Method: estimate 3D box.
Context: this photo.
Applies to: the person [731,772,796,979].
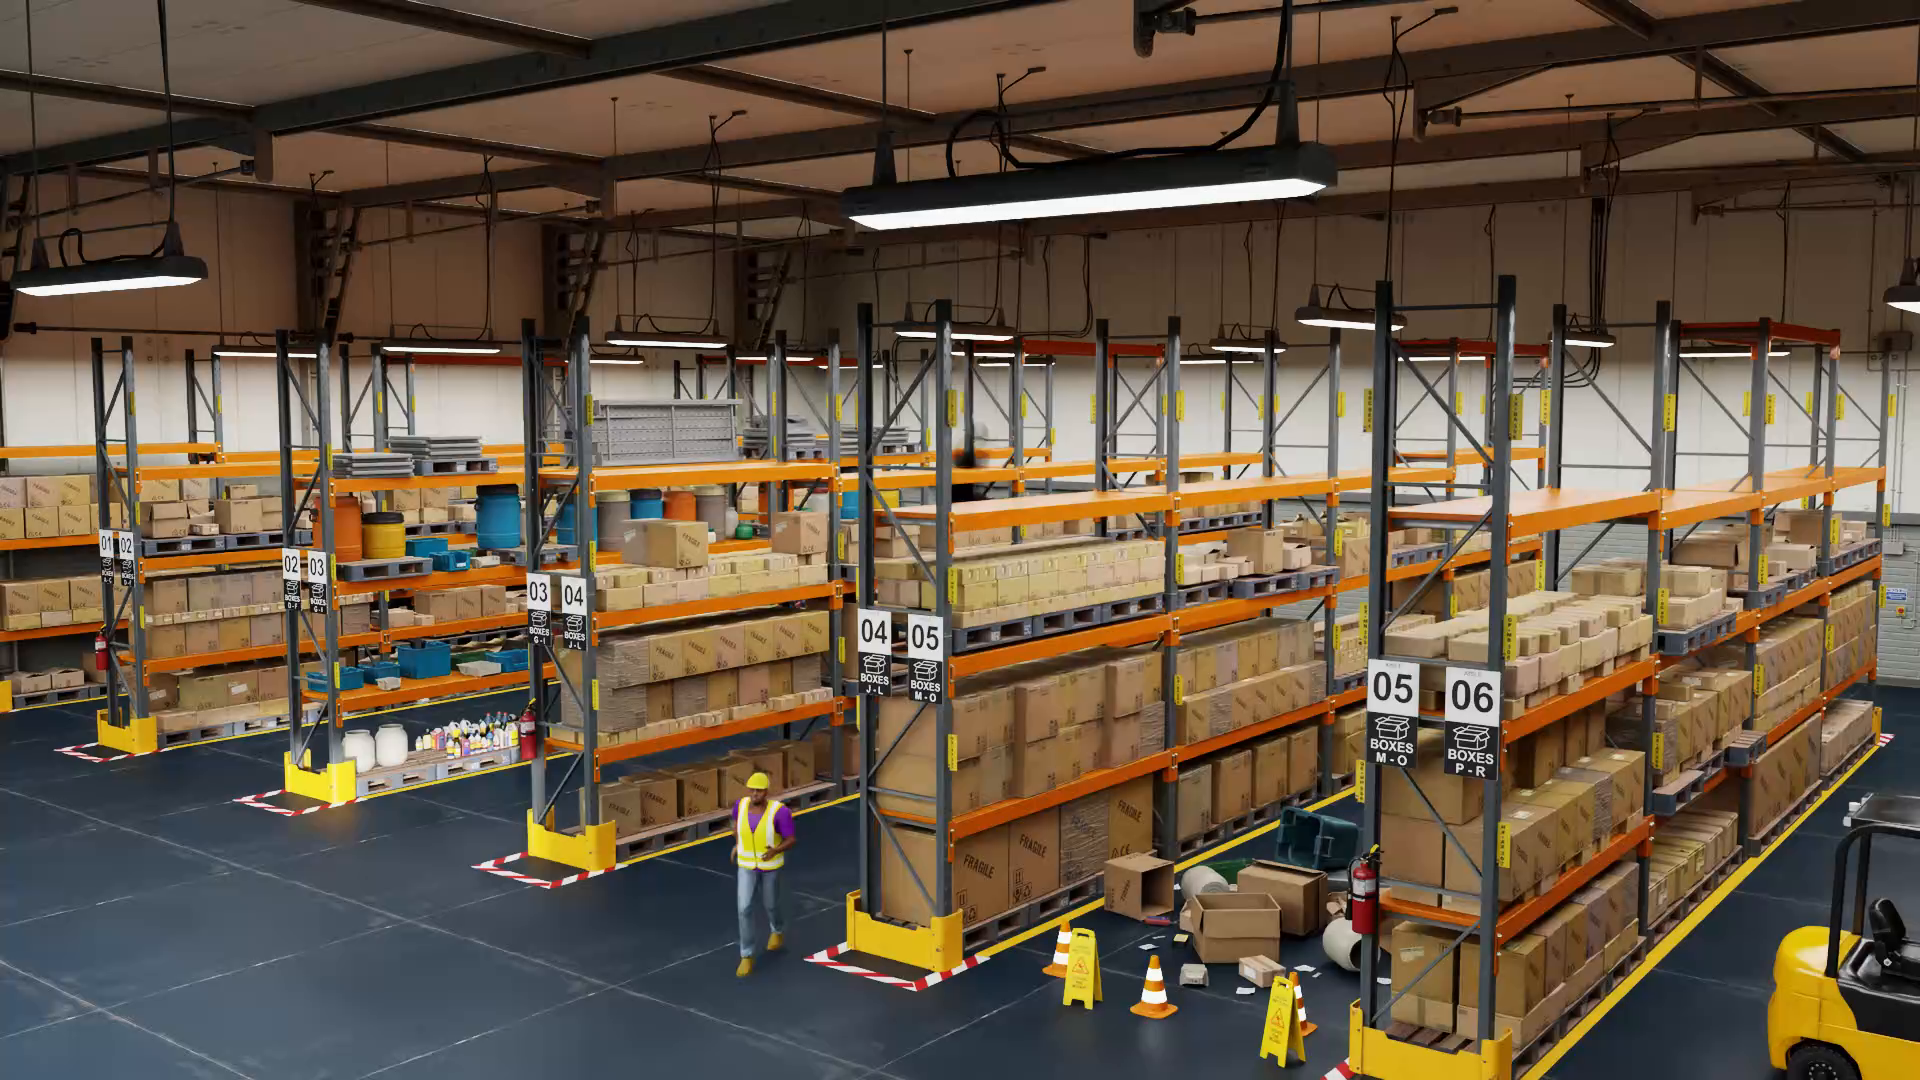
[{"bbox_3d":[-1.789,2.971,15.114,0.636,1.789,0.892,1,5,6],"label":"person"}]
